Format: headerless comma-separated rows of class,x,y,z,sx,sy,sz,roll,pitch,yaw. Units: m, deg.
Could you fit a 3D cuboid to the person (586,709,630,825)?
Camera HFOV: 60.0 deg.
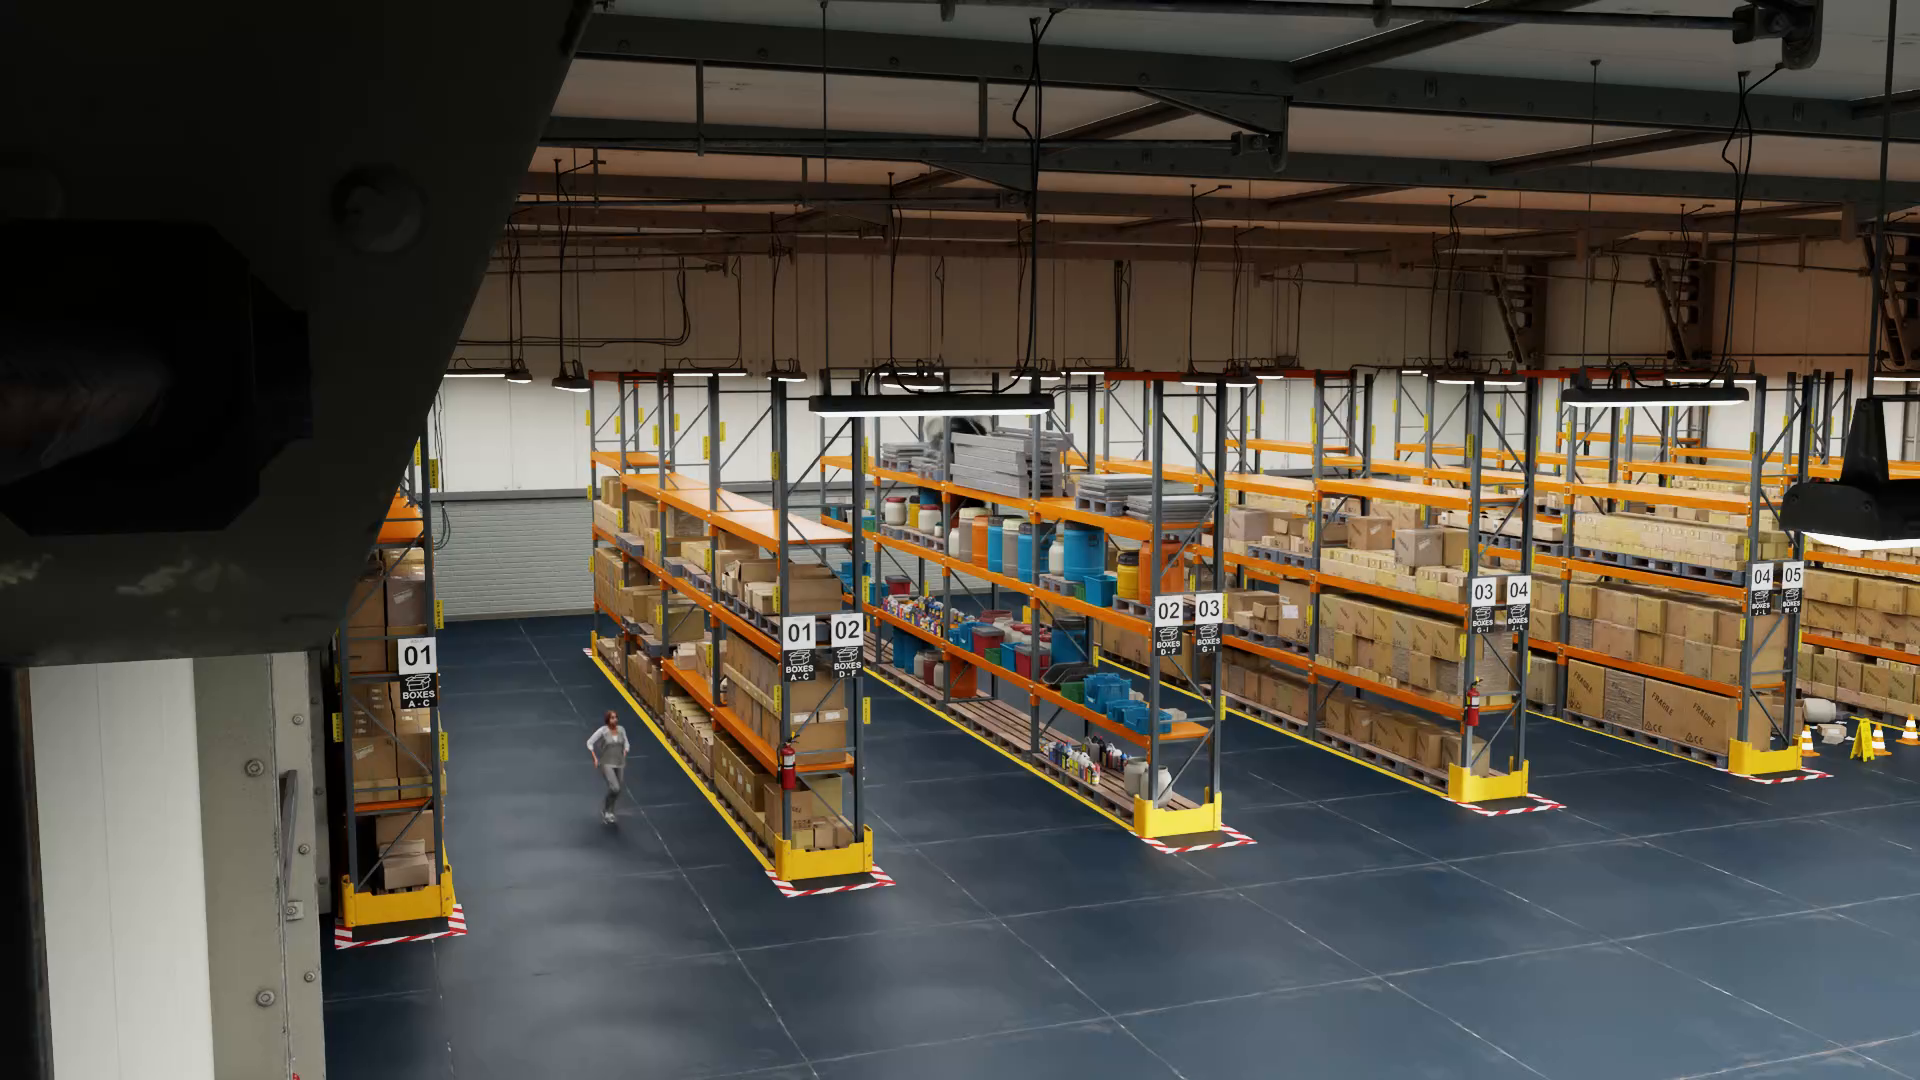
person,-4.660,3.049,22.302,0.511,1.562,0.633,-5,8,-40

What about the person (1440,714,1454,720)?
person,8.570,2.284,28.391,0.715,1.779,0.832,-5,8,-37

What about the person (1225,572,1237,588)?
person,6.806,0.856,41.472,0.885,1.782,0.672,-2,7,-18
